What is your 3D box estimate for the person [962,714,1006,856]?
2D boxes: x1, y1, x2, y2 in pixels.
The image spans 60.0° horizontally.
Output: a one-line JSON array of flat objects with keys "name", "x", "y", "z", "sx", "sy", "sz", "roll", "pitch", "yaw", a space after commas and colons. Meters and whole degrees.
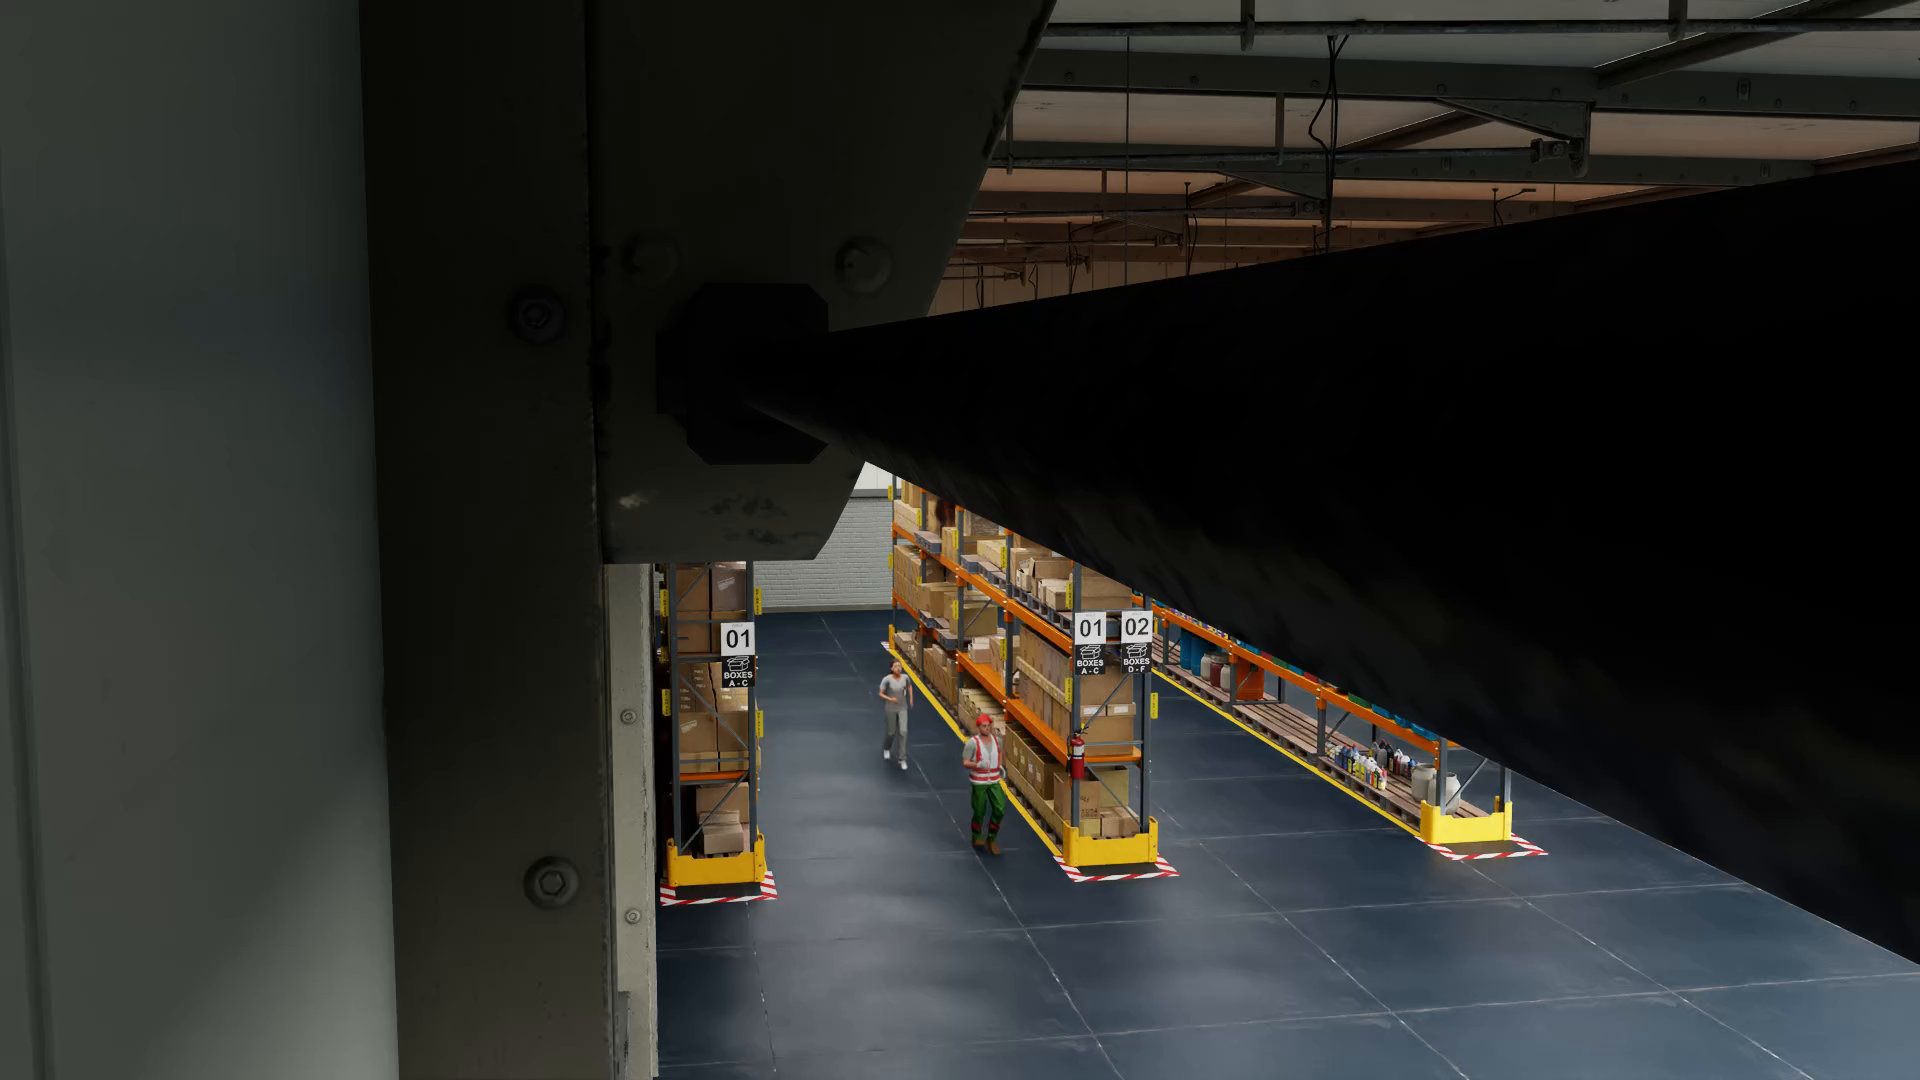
[{"name": "person", "x": 0.343, "y": 3.144, "z": 21.326, "sx": 0.631, "sy": 1.823, "sz": 0.694, "roll": -2, "pitch": 7, "yaw": -18}]

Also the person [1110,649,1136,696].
[{"name": "person", "x": 2.941, "y": 2.311, "z": 29.892, "sx": 0.575, "sy": 1.616, "sz": 0.589, "roll": -3, "pitch": 7, "yaw": -26}]

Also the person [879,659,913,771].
[{"name": "person", "x": -1.001, "y": 2.685, "z": 26.031, "sx": 0.582, "sy": 1.697, "sz": 0.853, "roll": -2, "pitch": 6, "yaw": -18}]
